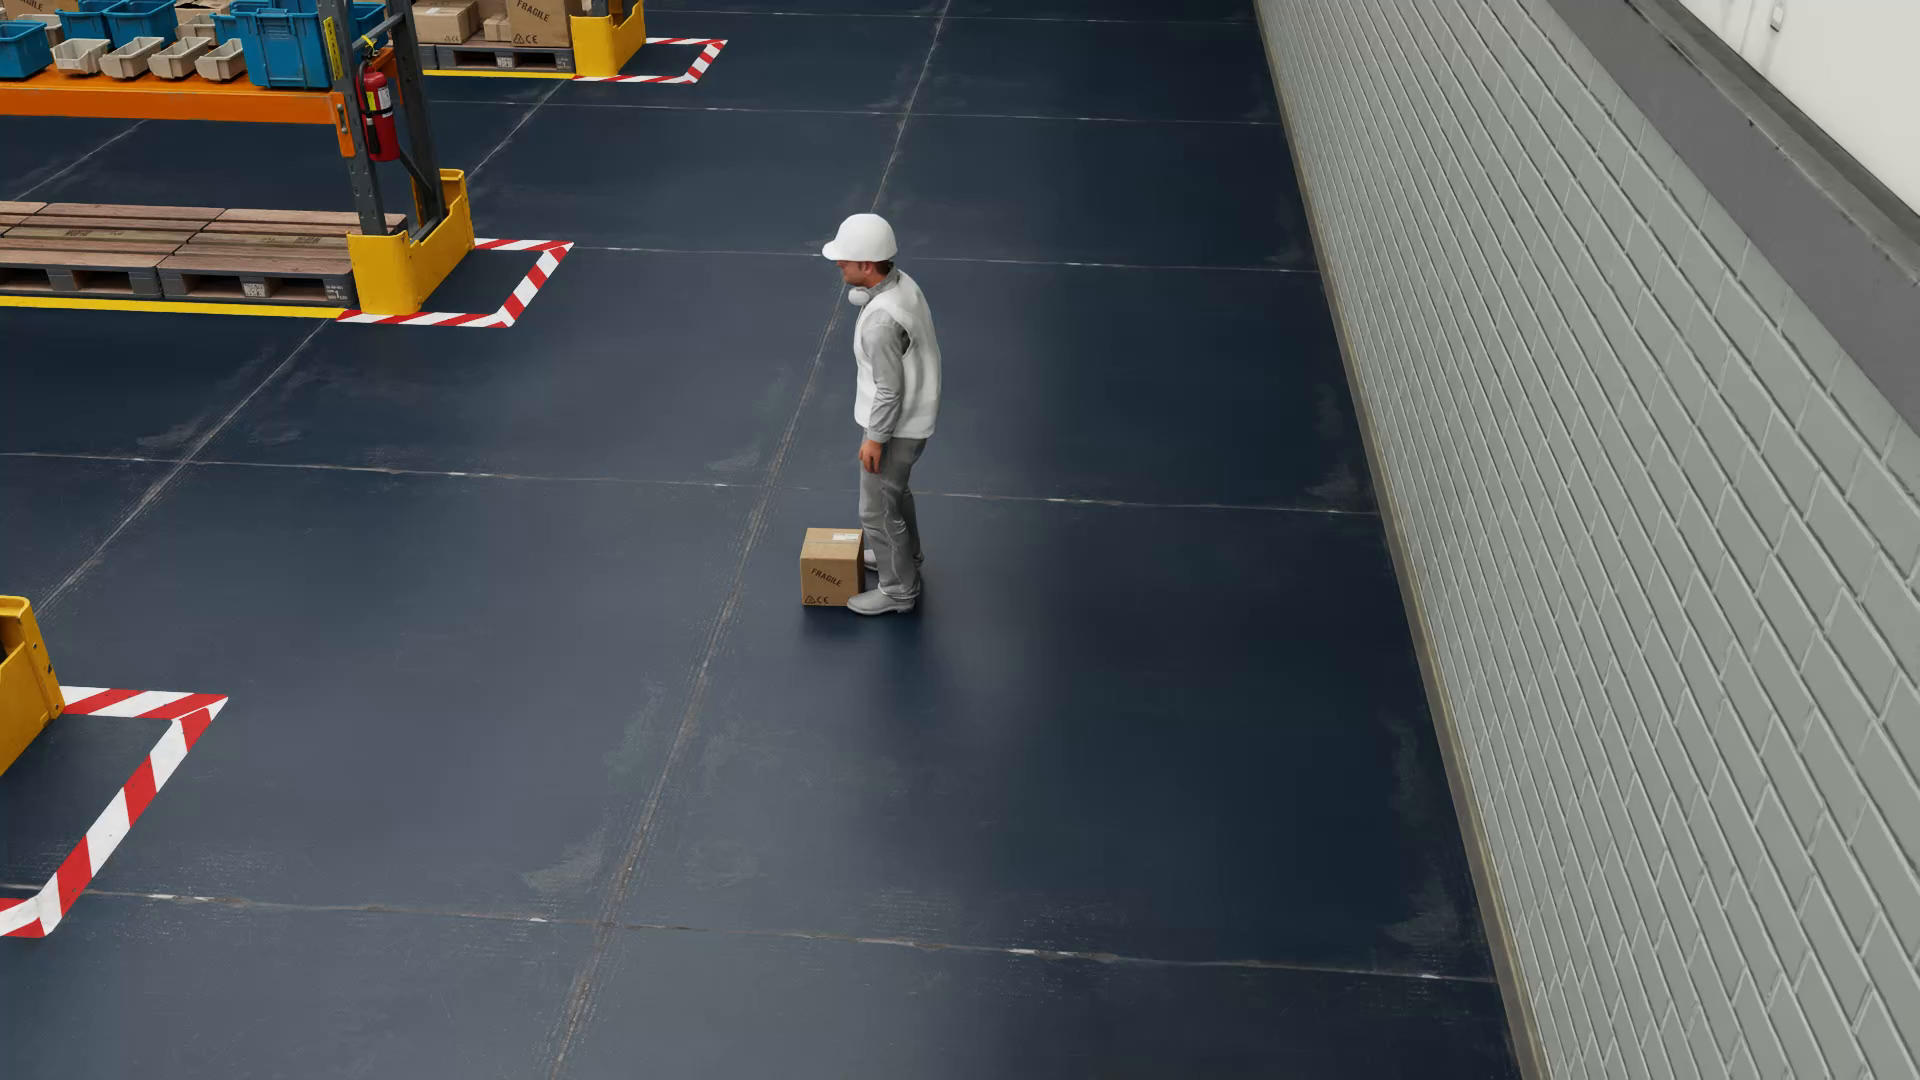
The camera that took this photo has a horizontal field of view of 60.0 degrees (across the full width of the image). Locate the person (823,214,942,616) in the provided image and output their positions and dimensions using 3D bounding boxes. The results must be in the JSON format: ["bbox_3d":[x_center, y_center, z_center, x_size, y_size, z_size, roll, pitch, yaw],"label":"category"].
[{"bbox_3d":[-0.308,-0.521,6.952,0.465,1.771,0.581,2,32,4],"label":"person"}]
